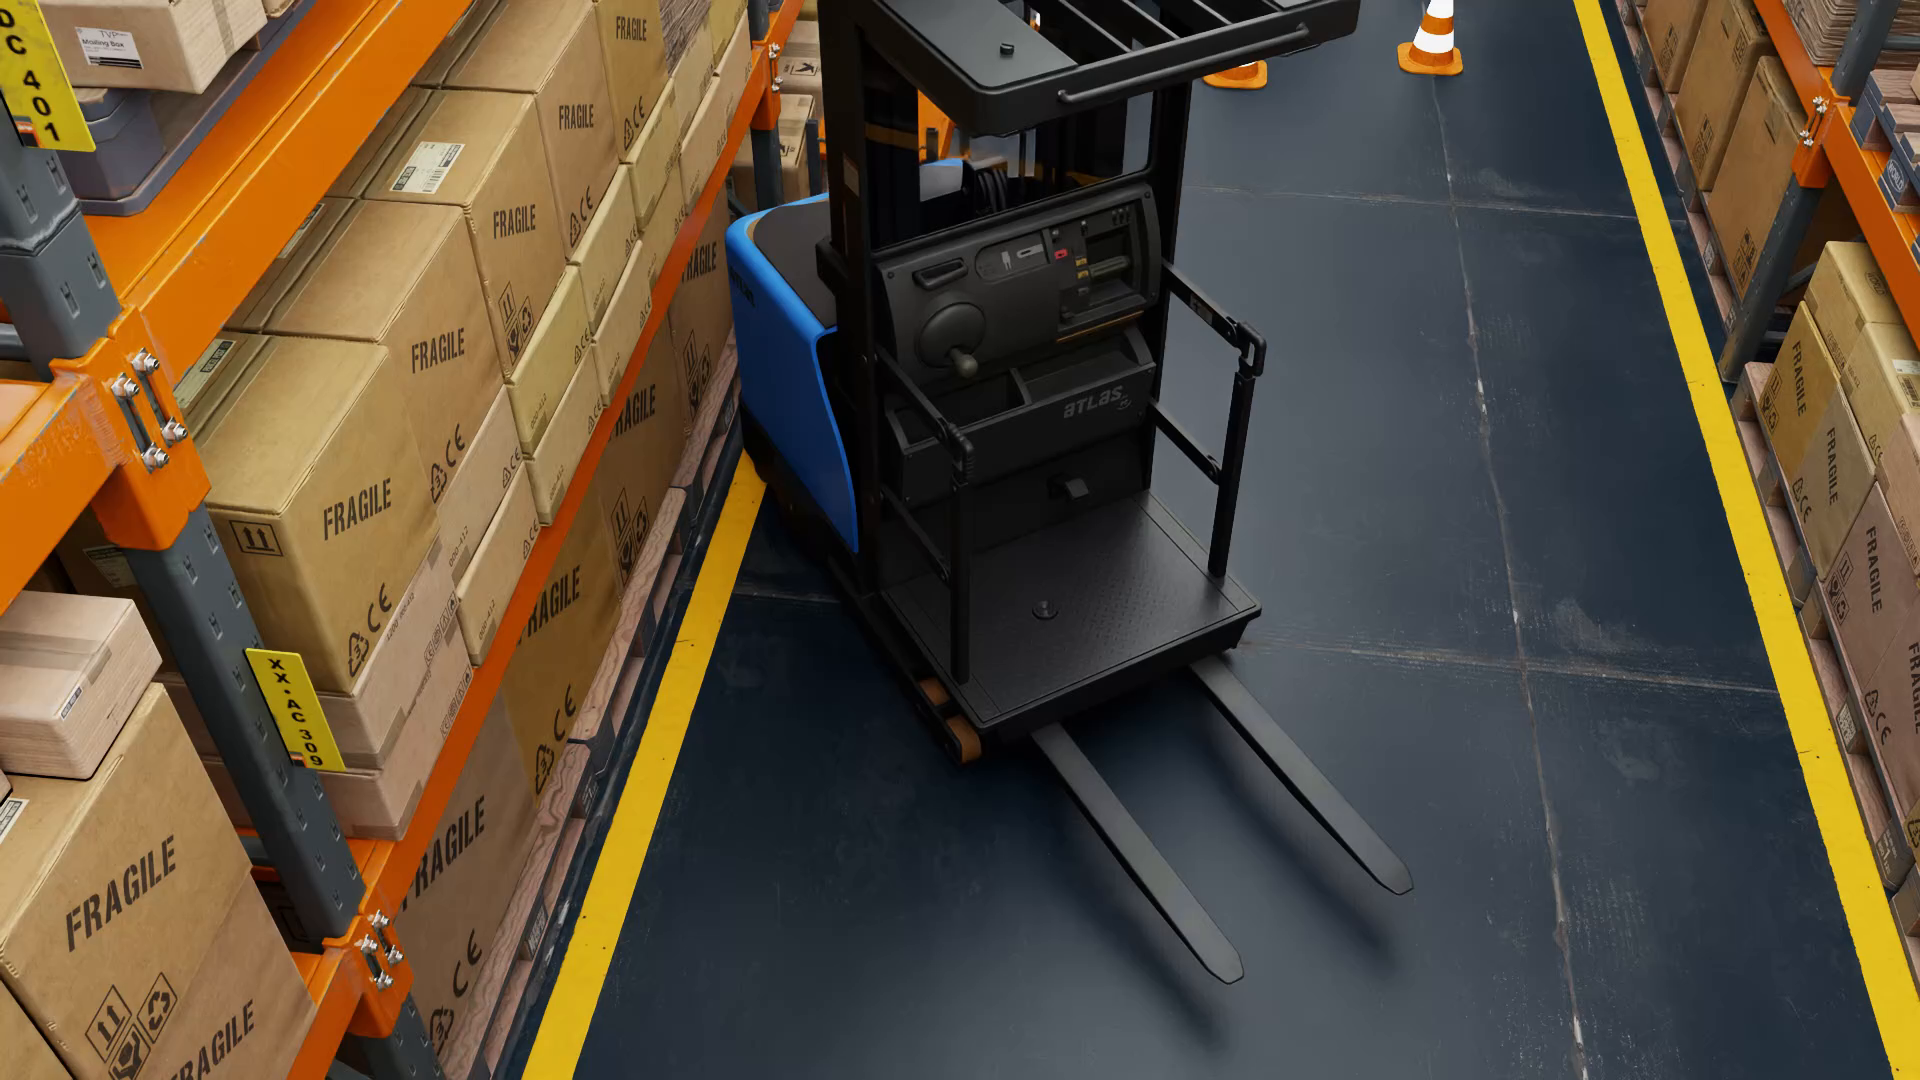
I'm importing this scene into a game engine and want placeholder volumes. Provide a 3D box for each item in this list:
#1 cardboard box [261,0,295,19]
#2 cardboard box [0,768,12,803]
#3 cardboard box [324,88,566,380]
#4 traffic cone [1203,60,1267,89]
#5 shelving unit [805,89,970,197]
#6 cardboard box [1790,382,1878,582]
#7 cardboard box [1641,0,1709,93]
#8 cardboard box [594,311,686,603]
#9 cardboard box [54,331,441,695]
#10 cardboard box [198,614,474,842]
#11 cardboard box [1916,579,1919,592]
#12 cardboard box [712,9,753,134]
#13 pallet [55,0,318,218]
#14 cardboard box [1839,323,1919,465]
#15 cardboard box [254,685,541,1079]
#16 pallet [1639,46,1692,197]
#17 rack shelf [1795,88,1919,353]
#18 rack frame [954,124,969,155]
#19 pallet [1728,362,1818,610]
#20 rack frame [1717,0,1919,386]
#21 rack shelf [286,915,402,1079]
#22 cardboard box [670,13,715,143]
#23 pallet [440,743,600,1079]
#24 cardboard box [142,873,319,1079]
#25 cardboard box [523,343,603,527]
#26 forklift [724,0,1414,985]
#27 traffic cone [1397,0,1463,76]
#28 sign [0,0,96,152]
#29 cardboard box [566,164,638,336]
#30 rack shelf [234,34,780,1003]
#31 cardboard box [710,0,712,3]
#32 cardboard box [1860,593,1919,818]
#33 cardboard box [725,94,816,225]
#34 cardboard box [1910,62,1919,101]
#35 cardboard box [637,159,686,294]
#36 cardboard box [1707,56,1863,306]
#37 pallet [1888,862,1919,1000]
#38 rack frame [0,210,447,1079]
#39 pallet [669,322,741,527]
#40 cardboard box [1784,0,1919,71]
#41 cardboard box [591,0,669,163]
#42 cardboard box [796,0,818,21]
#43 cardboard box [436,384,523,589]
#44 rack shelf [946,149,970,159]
[{"bbox_3d":[-1.361,-1.243,2.821,0.500,0.500,0.500,5,44,5],"label":"cardboard box"},{"bbox_3d":[-1.633,0.383,2.392,0.380,0.149,0.250,6,44,7],"label":"cardboard box"},{"bbox_3d":[-1.314,-0.755,4.065,0.500,0.500,0.500,4,44,4],"label":"cardboard box"},{"bbox_3d":[1.469,-2.661,8.724,0.336,0.463,0.334,5,44,6],"label":"traffic cone"},{"bbox_3d":[-0.271,-1.504,7.019,0.538,1.125,1.048,5,44,5],"label":"shelving unit"},{"bbox_3d":[3.274,-0.179,5.770,0.500,0.500,0.500,6,44,6],"label":"cardboard box"},{"bbox_3d":[4.088,-2.709,8.260,1.050,0.750,0.750,5,44,6],"label":"cardboard box"},{"bbox_3d":[-1.532,-0.427,5.759,0.875,0.875,0.875,6,44,6],"label":"cardboard box"},{"bbox_3d":[-1.422,-0.064,3.336,0.500,0.500,0.500,6,44,6],"label":"cardboard box"},{"bbox_3d":[-1.445,0.388,3.768,0.500,0.250,0.500,4,44,5],"label":"cardboard box"},{"bbox_3d":[3.140,0.232,4.791,0.500,0.250,0.500,3,44,4],"label":"cardboard box"},{"bbox_3d":[-1.046,-1.694,5.967,0.500,0.250,0.500,4,44,4],"label":"cardboard box"},{"bbox_3d":[-1.693,-1.040,3.124,0.805,0.209,1.217,4,44,4],"label":"pallet"},{"bbox_3d":[3.285,-0.459,5.521,0.500,0.250,0.500,5,44,5],"label":"cardboard box"},{"bbox_3d":[-1.763,0.798,4.465,0.875,0.875,0.875,6,44,7],"label":"cardboard box"},{"bbox_3d":[4.026,-2.083,8.296,1.003,0.211,1.213,5,44,6],"label":"pallet"},{"bbox_3d":[3.419,-0.112,4.709,1.077,0.370,4.000,5,44,6],"label":"rack shelf"},{"bbox_3d":[-0.210,-1.850,7.385,0.500,1.125,0.032,5,44,5],"label":"rack frame"},{"bbox_3d":[3.579,-0.191,6.298,1.003,0.211,1.213,5,44,6],"label":"pallet"},{"bbox_3d":[3.684,-1.736,5.902,1.000,3.000,0.127,5,44,6],"label":"rack frame"},{"bbox_3d":[-2.030,2.233,2.233,1.077,0.370,4.000,5,44,6],"label":"rack shelf"},{"bbox_3d":[-1.113,-1.541,5.441,0.500,0.250,0.500,4,44,4],"label":"cardboard box"},{"bbox_3d":[-1.738,1.089,4.946,1.003,0.211,1.213,5,44,6],"label":"pallet"},{"bbox_3d":[-1.573,0.912,3.032,0.500,0.500,0.500,6,44,6],"label":"cardboard box"},{"bbox_3d":[-1.295,-0.313,4.508,0.500,0.250,0.500,5,44,5],"label":"cardboard box"},{"bbox_3d":[0.303,-0.688,4.845,1.130,2.935,3.031,-21,47,-21],"label":"forklift"},{"bbox_3d":[2.538,-2.764,8.833,0.336,0.463,0.334,5,44,6],"label":"traffic cone"},{"bbox_3d":[-1.215,-0.647,2.136,0.100,0.325,0.005,5,44,6],"label":"sign"},{"bbox_3d":[-1.229,-0.836,4.697,0.500,0.250,0.500,4,44,4],"label":"cardboard box"},{"bbox_3d":[-1.501,-0.493,5.112,1.077,0.370,4.000,5,44,6],"label":"rack shelf"},{"bbox_3d":[-1.046,-2.140,5.529,0.500,0.500,0.500,4,44,4],"label":"cardboard box"},{"bbox_3d":[3.143,0.519,5.032,0.500,0.500,0.500,4,44,5],"label":"cardboard box"},{"bbox_3d":[-1.152,-1.699,7.469,0.950,0.372,0.625,3,43,3],"label":"cardboard box"},{"bbox_3d":[3.424,-1.510,5.541,0.380,0.149,0.250,5,44,5],"label":"cardboard box"},{"bbox_3d":[-1.180,-1.003,5.237,0.500,0.250,0.500,5,44,5],"label":"cardboard box"},{"bbox_3d":[3.853,-1.478,6.960,1.050,0.750,0.750,5,44,5],"label":"cardboard box"},{"bbox_3d":[3.256,1.472,4.542,1.003,0.211,1.213,5,44,6],"label":"pallet"},{"bbox_3d":[-1.765,0.609,3.425,1.000,3.000,0.127,5,44,6],"label":"rack frame"},{"bbox_3d":[-1.415,-0.574,6.703,1.003,0.211,1.213,5,44,6],"label":"pallet"},{"bbox_3d":[3.477,-2.103,6.217,0.500,0.500,0.500,5,44,6],"label":"cardboard box"},{"bbox_3d":[-1.177,-1.452,4.802,0.500,0.500,0.500,5,44,6],"label":"cardboard box"},{"bbox_3d":[-0.956,-2.719,8.546,0.950,0.372,0.625,7,44,7],"label":"cardboard box"},{"bbox_3d":[-1.386,-0.150,3.972,0.500,0.250,0.500,6,44,6],"label":"cardboard box"},{"bbox_3d":[-0.271,-1.326,7.187,0.538,0.278,1.000,5,44,5],"label":"rack shelf"}]
